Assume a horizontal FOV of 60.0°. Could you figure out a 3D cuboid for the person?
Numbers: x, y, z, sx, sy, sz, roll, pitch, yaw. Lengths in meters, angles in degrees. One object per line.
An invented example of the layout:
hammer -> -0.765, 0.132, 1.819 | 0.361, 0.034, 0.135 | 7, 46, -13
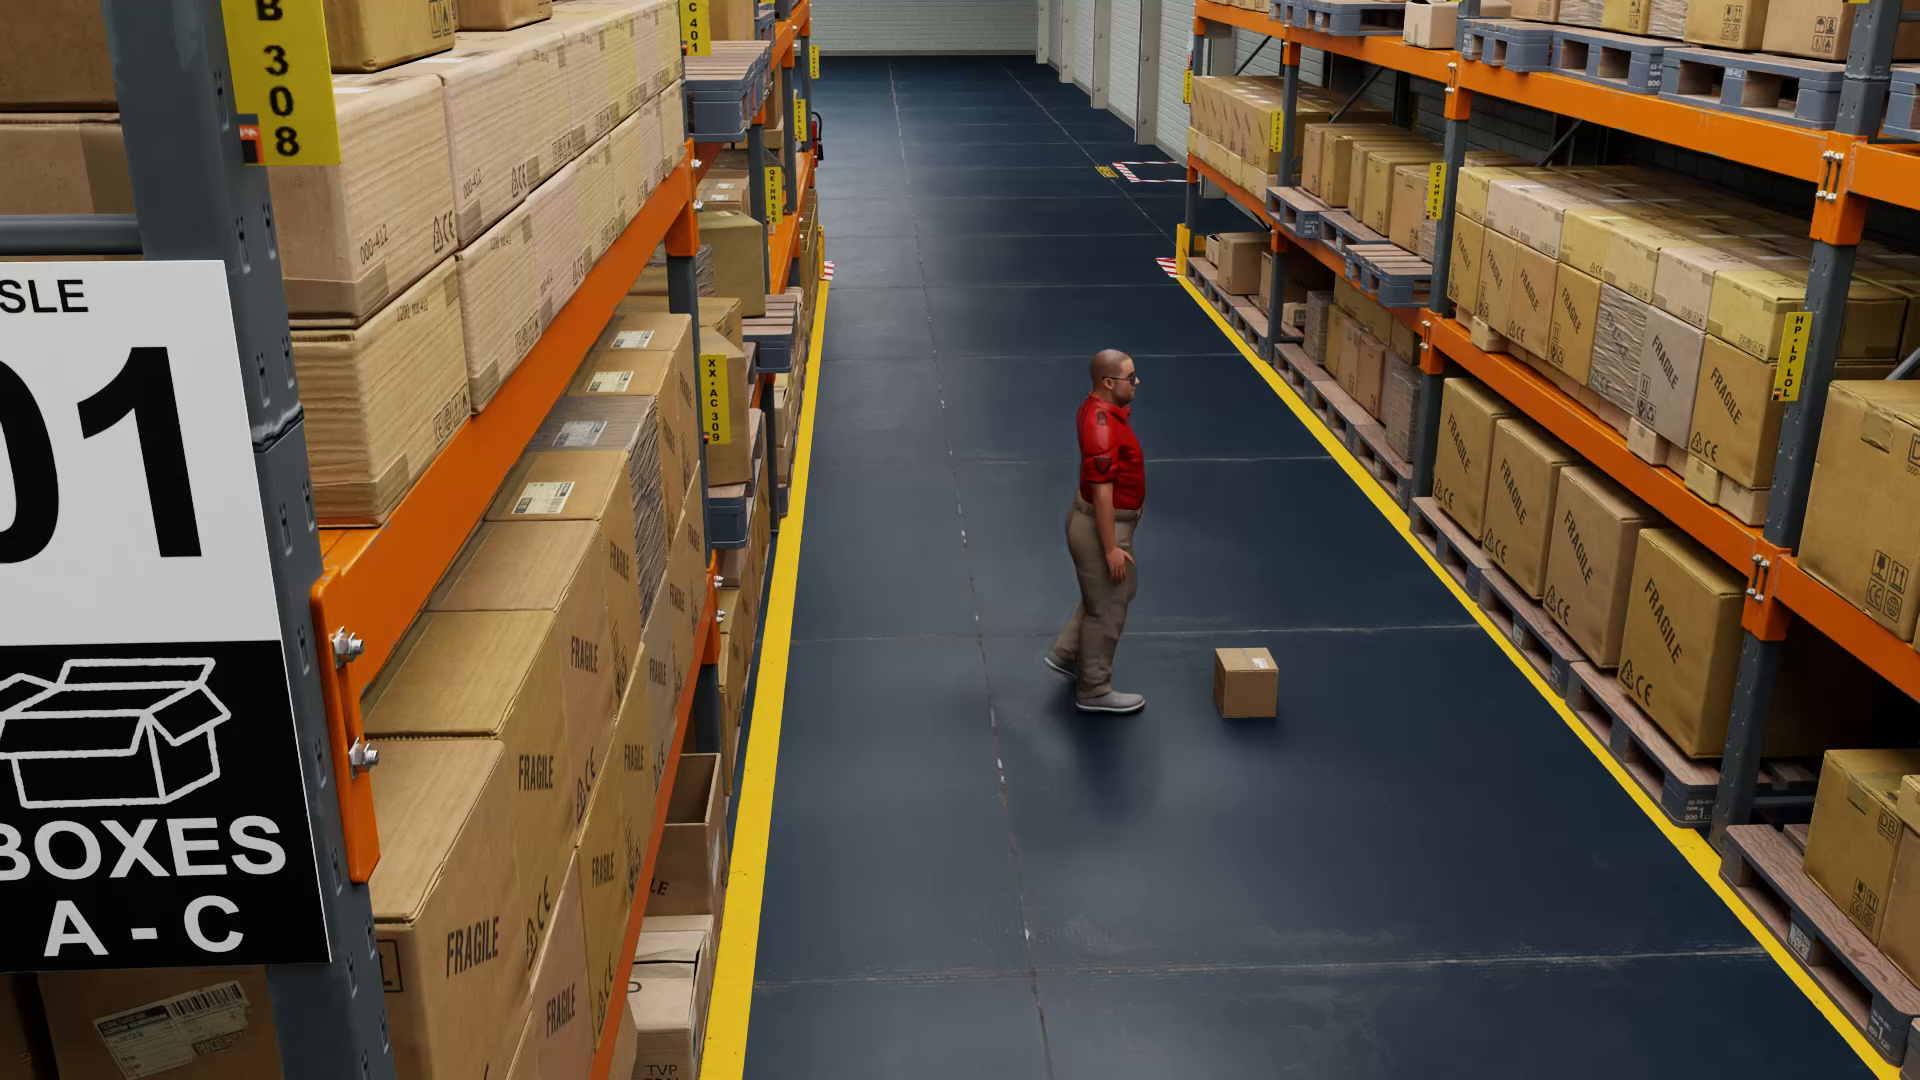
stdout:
person -> 0.640, -0.034, 7.672 | 0.471, 1.739, 0.585 | 0, 20, -1
